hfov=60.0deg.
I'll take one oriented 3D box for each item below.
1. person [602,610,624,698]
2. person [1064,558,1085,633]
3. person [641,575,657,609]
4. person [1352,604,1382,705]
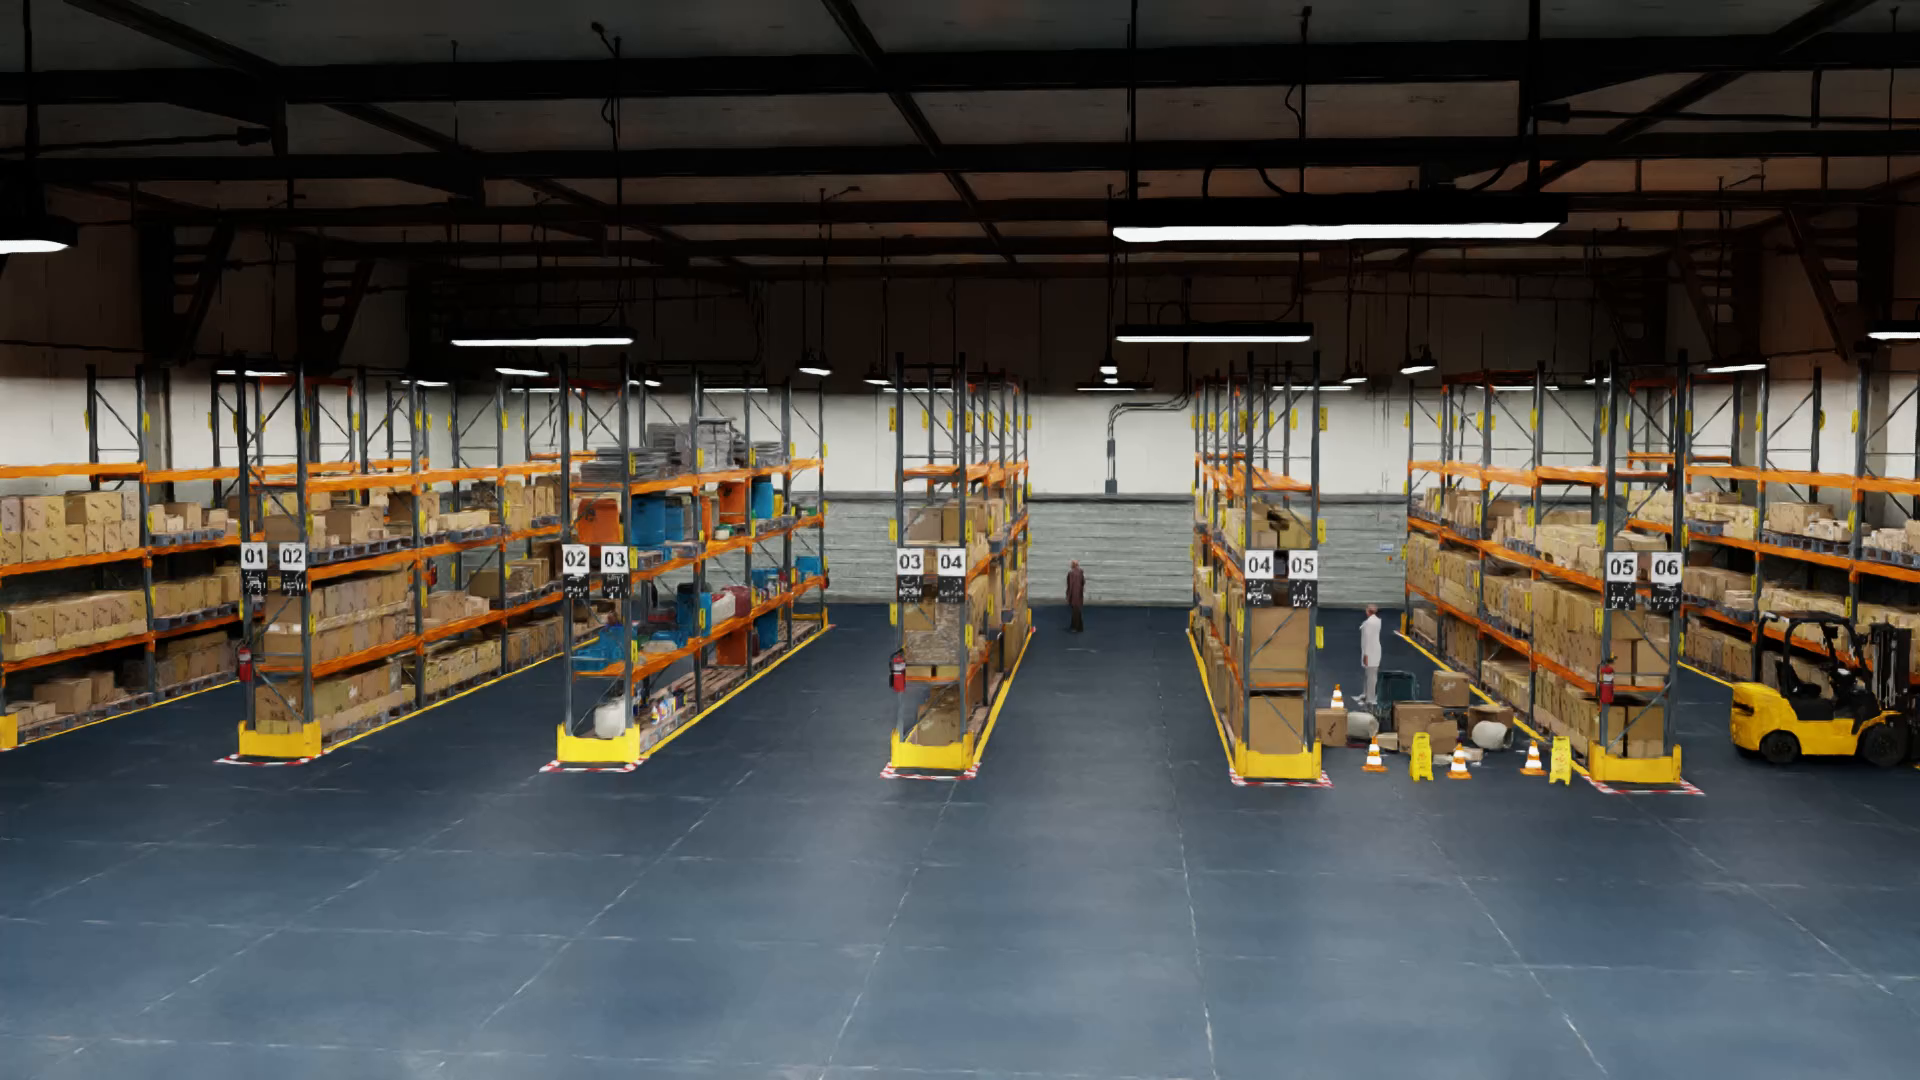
[{"bbox_3d":[-6.291,2.053,30.209,0.447,1.574,1.088,1,4,8],"label":"person"},{"bbox_3d":[2.698,1.298,39.389,0.648,1.773,0.691,2,5,30],"label":"person"},{"bbox_3d":[-6.841,1.550,36.871,0.463,1.641,0.598,-1,4,-15],"label":"person"},{"bbox_3d":[7.206,2.009,29.400,0.556,1.781,0.631,3,5,34],"label":"person"}]
